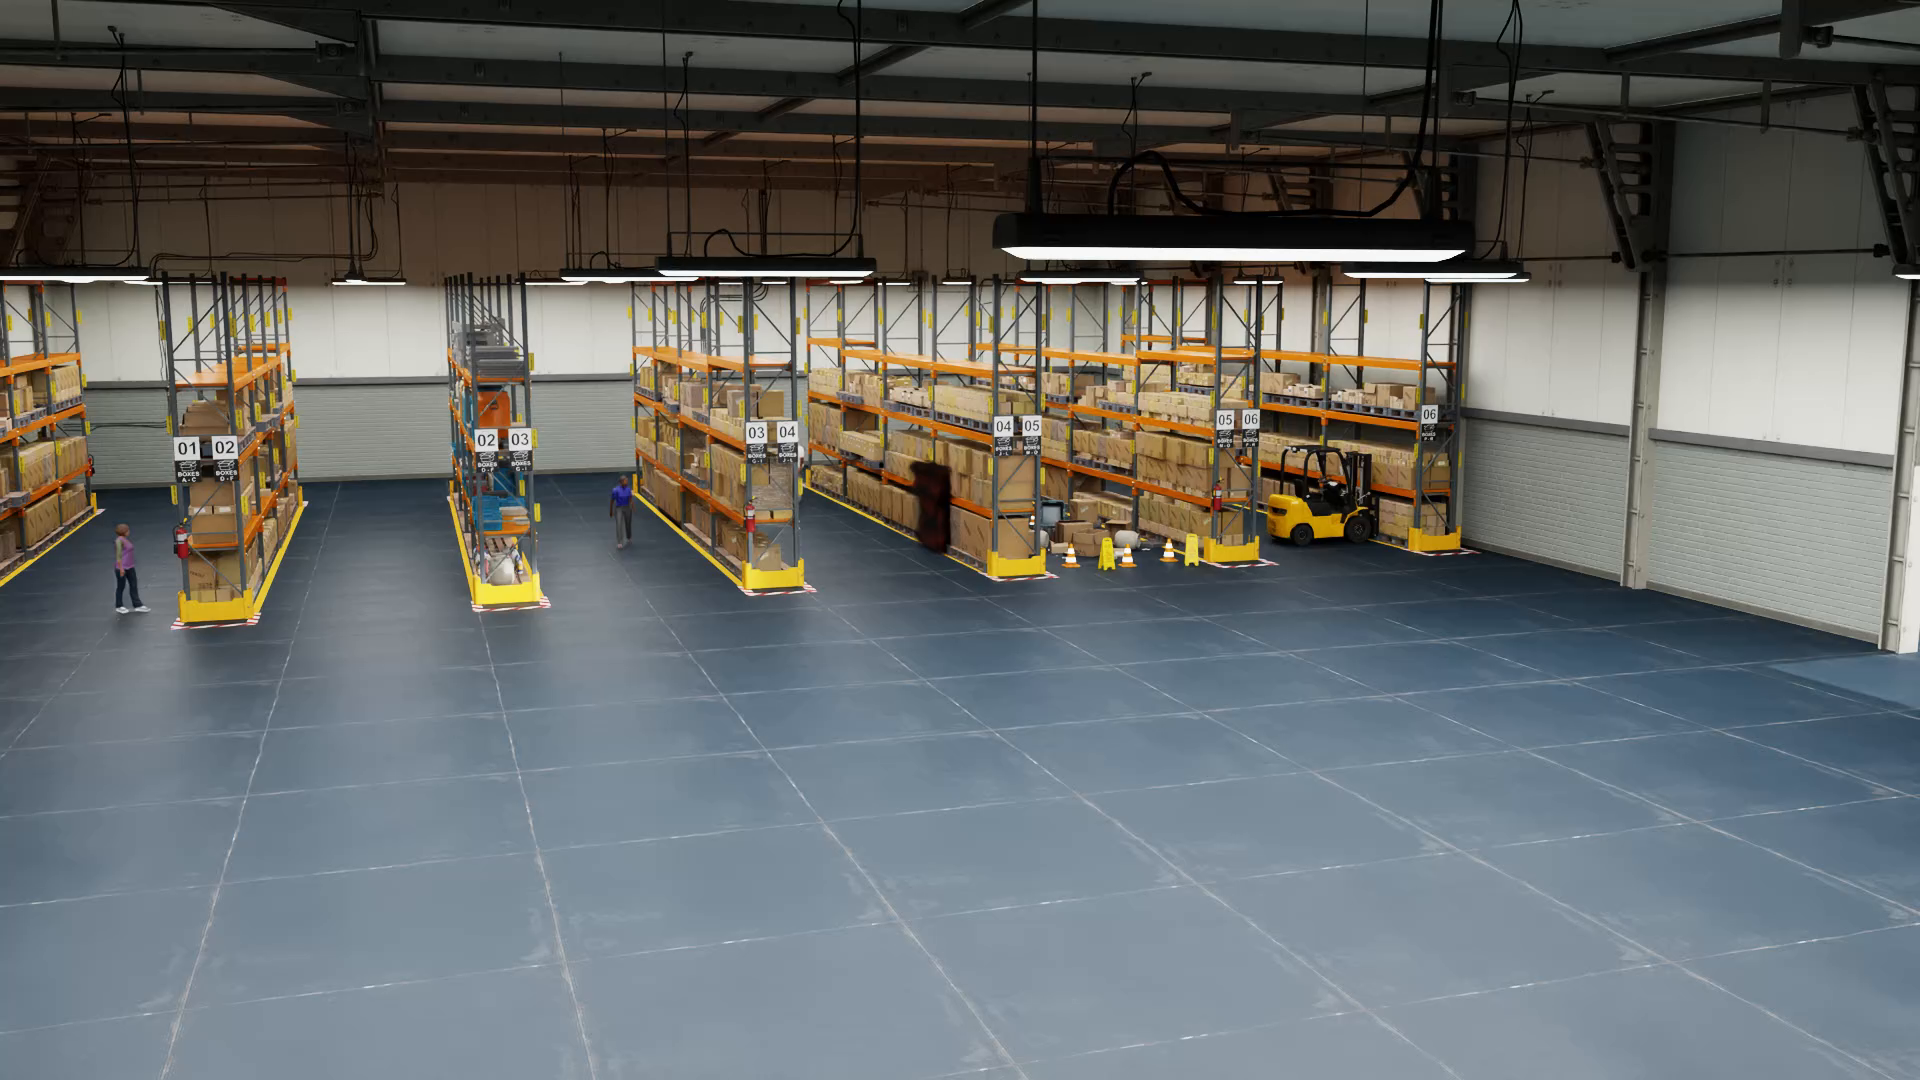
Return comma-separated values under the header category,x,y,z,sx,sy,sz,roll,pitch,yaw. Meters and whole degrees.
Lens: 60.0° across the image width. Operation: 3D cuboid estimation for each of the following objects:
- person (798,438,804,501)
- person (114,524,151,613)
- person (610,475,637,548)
category,x,y,z,sx,sy,sz,roll,pitch,yaw
person,-4.486,-1.933,44.983,0.469,1.780,0.598,-7,11,-38
person,-14.760,0.618,29.471,0.622,1.367,0.399,2,9,13
person,-7.496,-0.648,37.013,0.599,1.605,0.965,-1,9,-9
